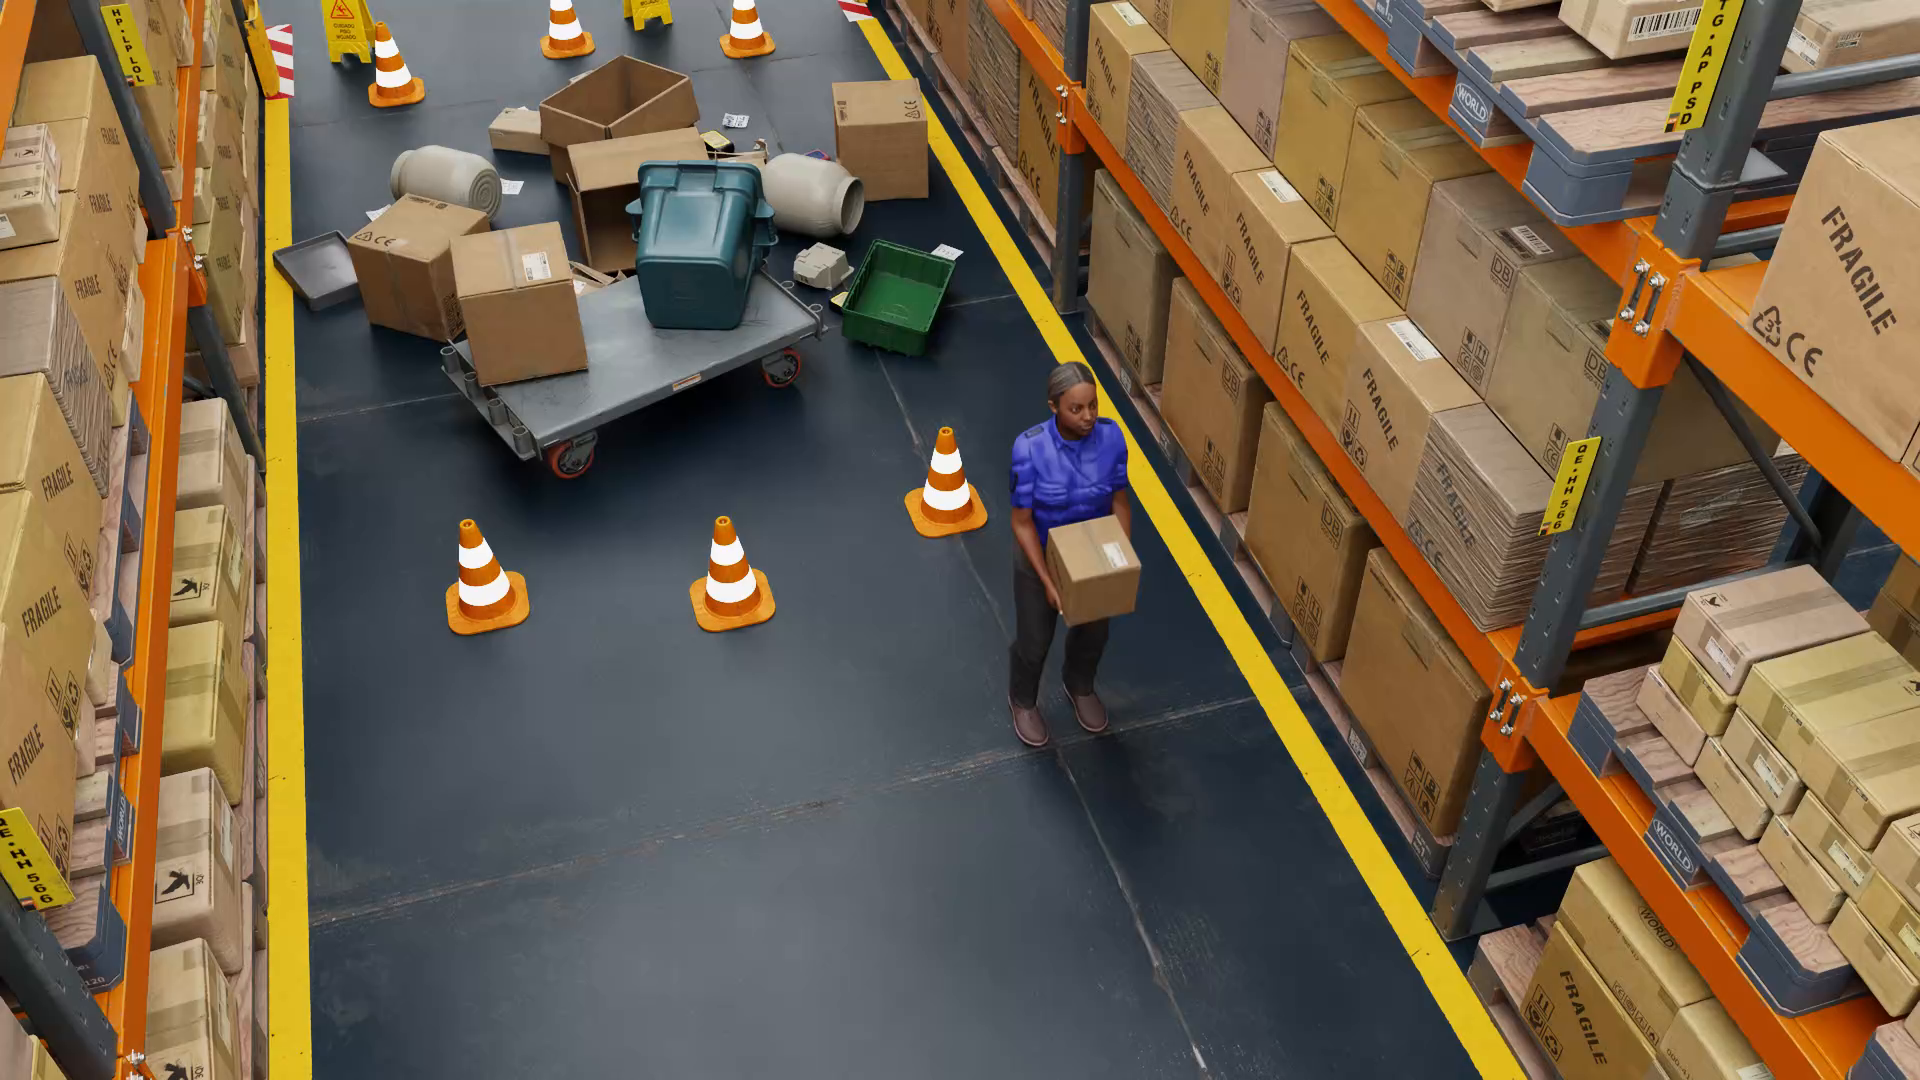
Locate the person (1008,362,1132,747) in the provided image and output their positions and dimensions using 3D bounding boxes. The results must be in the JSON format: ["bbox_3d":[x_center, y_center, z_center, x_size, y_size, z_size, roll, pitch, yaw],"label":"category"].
[{"bbox_3d":[0.407,0.119,6.041,0.448,1.646,0.514,-12,44,-13],"label":"person"}]
